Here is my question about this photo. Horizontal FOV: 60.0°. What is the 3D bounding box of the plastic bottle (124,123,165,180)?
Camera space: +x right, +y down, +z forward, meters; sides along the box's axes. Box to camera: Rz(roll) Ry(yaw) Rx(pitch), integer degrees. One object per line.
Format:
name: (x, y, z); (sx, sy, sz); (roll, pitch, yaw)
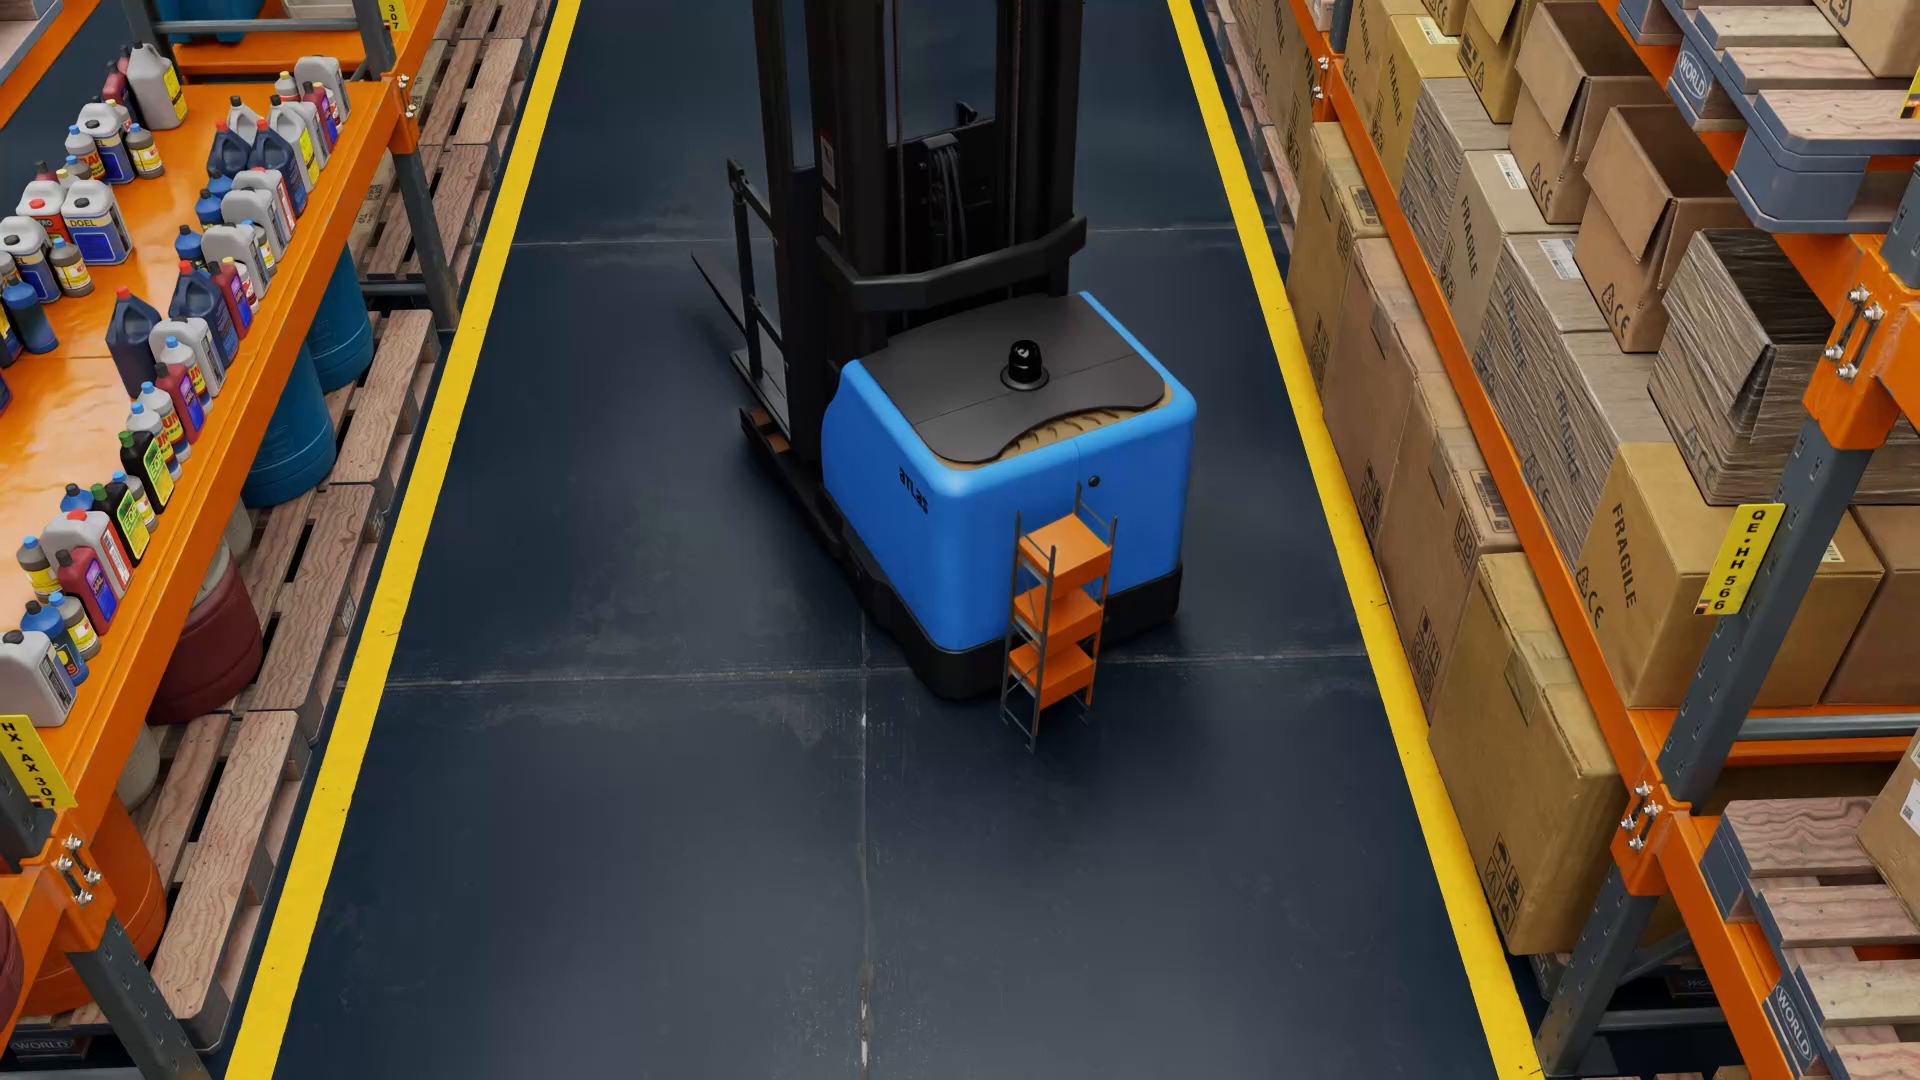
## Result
plastic bottle: (-3.090, -1.476, 6.288); (0.097, 0.201, 0.097); (0, 43, 0)

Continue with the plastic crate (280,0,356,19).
plastic crate: (-2.745, -2.347, 7.241); (0.396, 0.136, 0.243); (-2, 43, -2)

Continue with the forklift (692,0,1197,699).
forklift: (-0.289, -1.498, 6.215); (1.130, 2.935, 3.031); (-19, 46, -20)

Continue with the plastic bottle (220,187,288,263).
plastic bottle: (-2.486, -1.123, 5.848); (0.152, 0.276, 0.135); (-2, 43, -2)

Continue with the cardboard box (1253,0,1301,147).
cardboard box: (2.094, -2.673, 8.708); (0.875, 0.875, 0.875); (-2, 43, -2)

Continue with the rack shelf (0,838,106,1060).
rack shelf: (-2.613, 2.212, 2.649); (1.077, 0.370, 4.000); (-2, 43, -2)

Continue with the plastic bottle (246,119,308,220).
plastic bottle: (-2.494, -1.350, 6.039); (0.144, 0.351, 0.185); (-2, 43, -2)

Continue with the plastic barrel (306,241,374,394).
plastic barrel: (-2.862, -1.117, 6.991); (0.600, 0.901, 0.708); (-2, 43, -2)

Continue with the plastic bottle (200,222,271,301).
plastic bottle: (-2.476, -0.967, 5.677); (0.152, 0.276, 0.135); (-2, 43, -2)

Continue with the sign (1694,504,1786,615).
sign: (1.696, 0.046, 3.623); (0.100, 0.325, 0.005); (-2, 43, -2)

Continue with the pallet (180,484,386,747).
pallet: (-2.822, 0.272, 6.297); (1.003, 0.211, 1.213); (-2, 43, -2)

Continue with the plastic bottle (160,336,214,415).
plastic bottle: (-2.420, -0.516, 5.188); (0.097, 0.271, 0.097); (0, 43, 0)

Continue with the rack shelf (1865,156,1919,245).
rack shelf: (2.165, -1.808, 4.671); (0.919, 0.124, 3.809); (-2, 43, -2)

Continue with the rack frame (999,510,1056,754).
rack frame: (0.222, 0.332, 5.601); (0.008, 1.050, 0.200); (-25, 52, -25)

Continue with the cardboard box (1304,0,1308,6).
cardboard box: (1.729, -2.524, 7.470); (0.380, 0.149, 0.250); (-1, 43, -1)

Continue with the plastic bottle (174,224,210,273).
plastic bottle: (-2.600, -0.949, 5.661); (0.097, 0.271, 0.097); (0, 43, 0)

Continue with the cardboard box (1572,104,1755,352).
cardboard box: (2.211, -0.886, 4.681); (0.797, 0.503, 0.637); (-1, 43, -1)

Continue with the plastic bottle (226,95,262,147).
plastic bottle: (-2.646, -1.470, 6.171); (0.144, 0.351, 0.185); (-2, 43, -2)

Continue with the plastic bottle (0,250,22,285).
plastic bottle: (-3.202, -0.872, 5.577); (0.097, 0.271, 0.097); (0, 43, 0)

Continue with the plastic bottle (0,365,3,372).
plastic bottle: (-3.143, -0.610, 5.281); (0.061, 0.283, 0.133); (-2, 43, -2)

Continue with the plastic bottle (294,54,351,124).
plastic bottle: (-2.528, -1.801, 6.587); (0.152, 0.276, 0.135); (-2, 43, -2)

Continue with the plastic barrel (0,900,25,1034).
plastic barrel: (-2.376, 0.851, 3.501); (0.600, 0.536, 0.708); (-2, 43, -2)

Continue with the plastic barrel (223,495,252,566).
plastic barrel: (-2.897, -0.112, 6.183); (0.421, 0.512, 0.421); (0, 43, 0)

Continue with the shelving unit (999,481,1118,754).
shelving unit: (0.322, 0.285, 5.652); (0.252, 1.050, 0.215); (-25, 52, -25)

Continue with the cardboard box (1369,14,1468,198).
cardboard box: (1.873, -1.626, 6.230); (0.500, 0.500, 0.500); (-2, 43, -2)

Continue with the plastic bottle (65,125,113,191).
plastic bottle: (-3.236, -1.407, 6.160); (0.097, 0.271, 0.097); (0, 43, 0)

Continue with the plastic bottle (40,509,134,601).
plastic bottle: (-2.413, 0.028, 4.591); (0.152, 0.276, 0.135); (-2, 43, -2)

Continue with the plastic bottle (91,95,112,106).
plastic bottle: (-3.246, -1.564, 6.331); (0.097, 0.271, 0.097); (0, 43, 0)

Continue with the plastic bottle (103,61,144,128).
plastic bottle: (-3.273, -1.711, 6.483); (0.061, 0.283, 0.133); (-2, 43, -2)

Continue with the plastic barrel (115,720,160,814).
plastic barrel: (-2.849, 0.650, 5.351); (0.421, 0.512, 0.421); (0, 43, 0)

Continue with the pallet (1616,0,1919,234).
pallet: (2.170, -1.015, 3.557); (1.213, 0.211, 1.003); (0, 43, 0)

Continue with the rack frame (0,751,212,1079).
rack frame: (-2.695, 0.596, 3.879); (0.949, 2.616, 0.053); (-2, 43, -2)

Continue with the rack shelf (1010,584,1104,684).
rack shelf: (0.321, 0.293, 5.660); (0.240, 0.259, 0.215); (-25, 52, -25)

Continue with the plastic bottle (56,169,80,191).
plastic bottle: (-3.228, -1.250, 6.040); (0.097, 0.201, 0.097); (0, 43, 0)

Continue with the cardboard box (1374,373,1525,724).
cardboard box: (2.212, 0.014, 5.776); (1.225, 0.875, 0.875); (-2, 43, -2)

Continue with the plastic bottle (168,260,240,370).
plastic bottle: (-2.455, -0.731, 5.364); (0.144, 0.351, 0.185); (-2, 43, -2)

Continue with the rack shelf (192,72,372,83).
rack shelf: (-2.953, -3.242, 8.493); (0.831, 0.071, 3.687); (-2, 43, -2)

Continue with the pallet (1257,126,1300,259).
pallet: (2.126, -1.734, 8.485); (1.003, 0.211, 1.213); (-2, 43, -2)

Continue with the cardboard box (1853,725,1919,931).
cardboard box: (2.313, 0.626, 3.462); (0.500, 0.500, 0.500); (-6, 43, -7)
